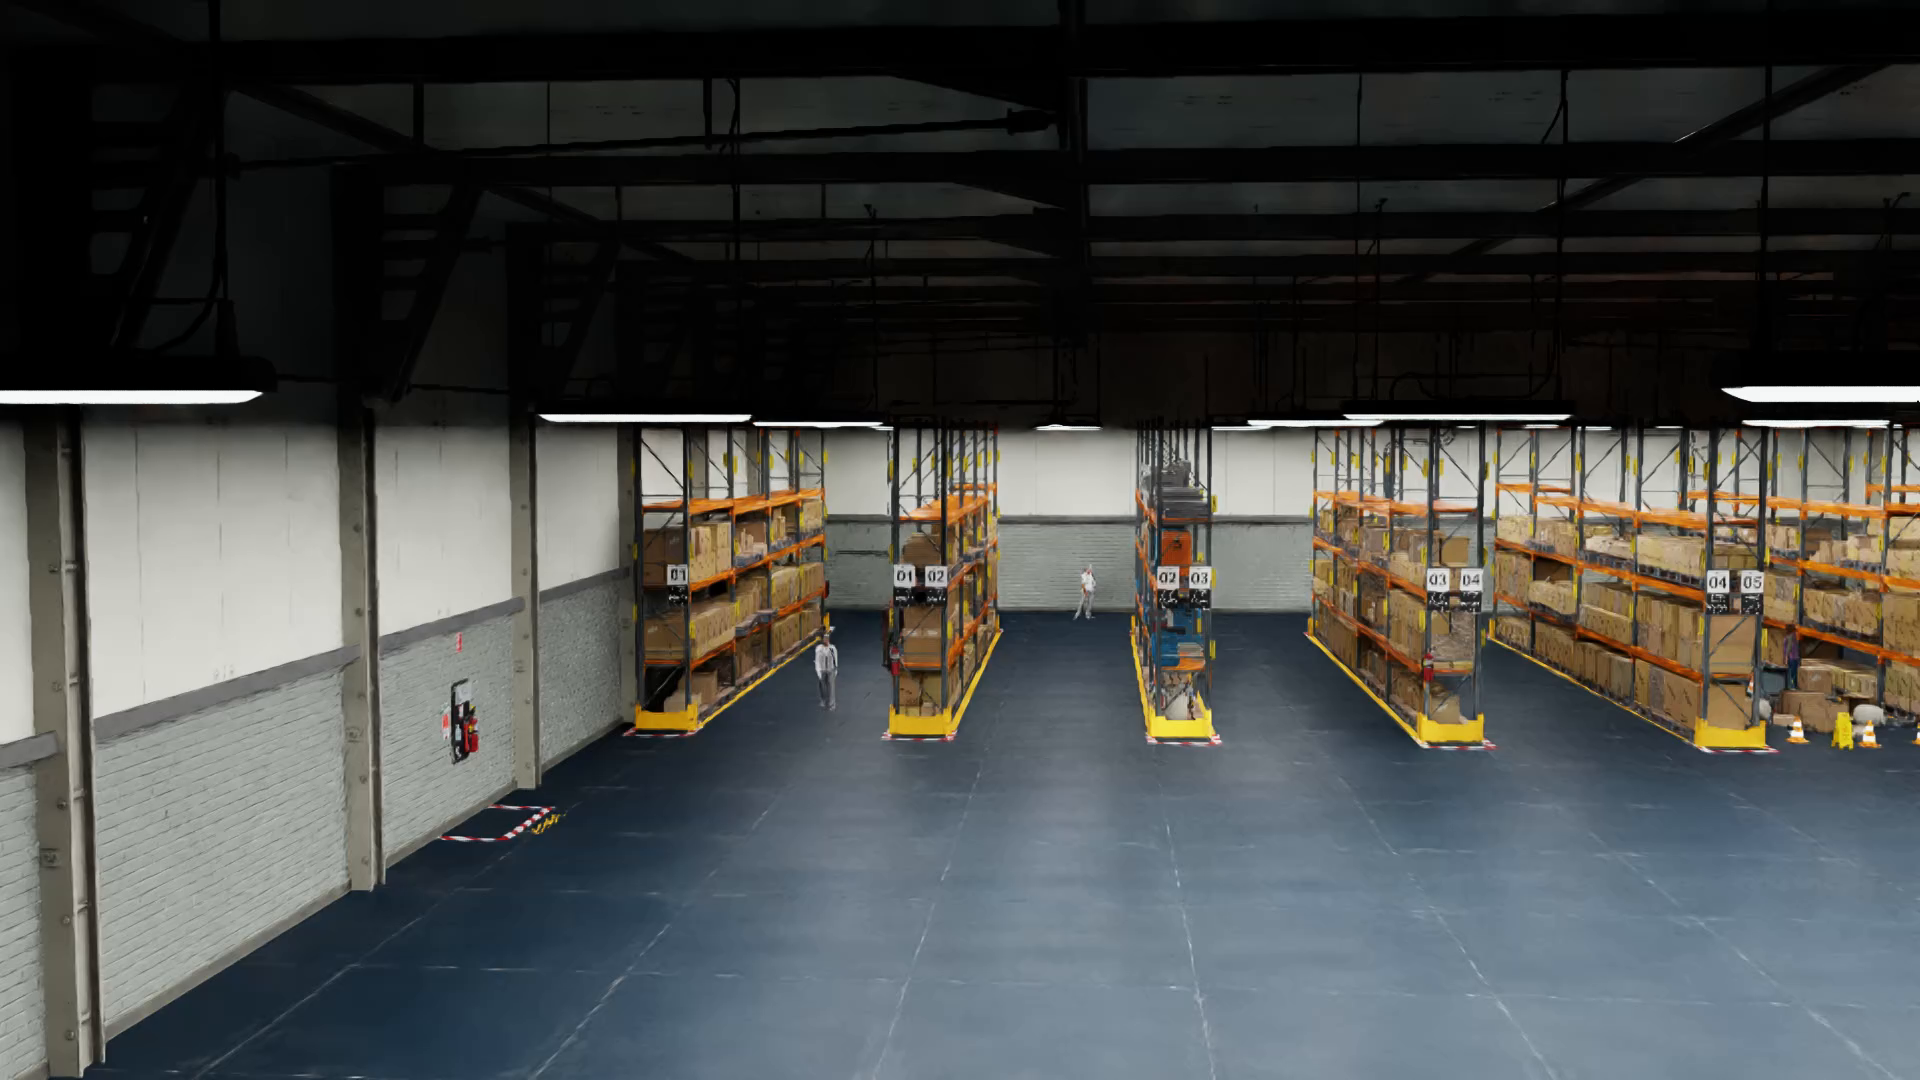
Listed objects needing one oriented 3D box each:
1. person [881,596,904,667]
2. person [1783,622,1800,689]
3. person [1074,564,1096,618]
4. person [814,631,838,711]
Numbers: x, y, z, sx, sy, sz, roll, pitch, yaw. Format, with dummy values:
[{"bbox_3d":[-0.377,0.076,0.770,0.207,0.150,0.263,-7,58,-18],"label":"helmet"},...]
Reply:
[{"bbox_3d":[-1.645,2.206,40.584,0.588,1.700,1.193,0,4,3],"label":"person"},{"bbox_3d":[17.907,2.570,35.892,0.522,1.591,0.522,2,4,30],"label":"person"},{"bbox_3d":[3.808,1.580,50.907,0.485,1.660,0.687,4,5,43],"label":"person"},{"bbox_3d":[-2.748,2.665,34.145,0.483,1.621,0.993,0,4,-4],"label":"person"}]
